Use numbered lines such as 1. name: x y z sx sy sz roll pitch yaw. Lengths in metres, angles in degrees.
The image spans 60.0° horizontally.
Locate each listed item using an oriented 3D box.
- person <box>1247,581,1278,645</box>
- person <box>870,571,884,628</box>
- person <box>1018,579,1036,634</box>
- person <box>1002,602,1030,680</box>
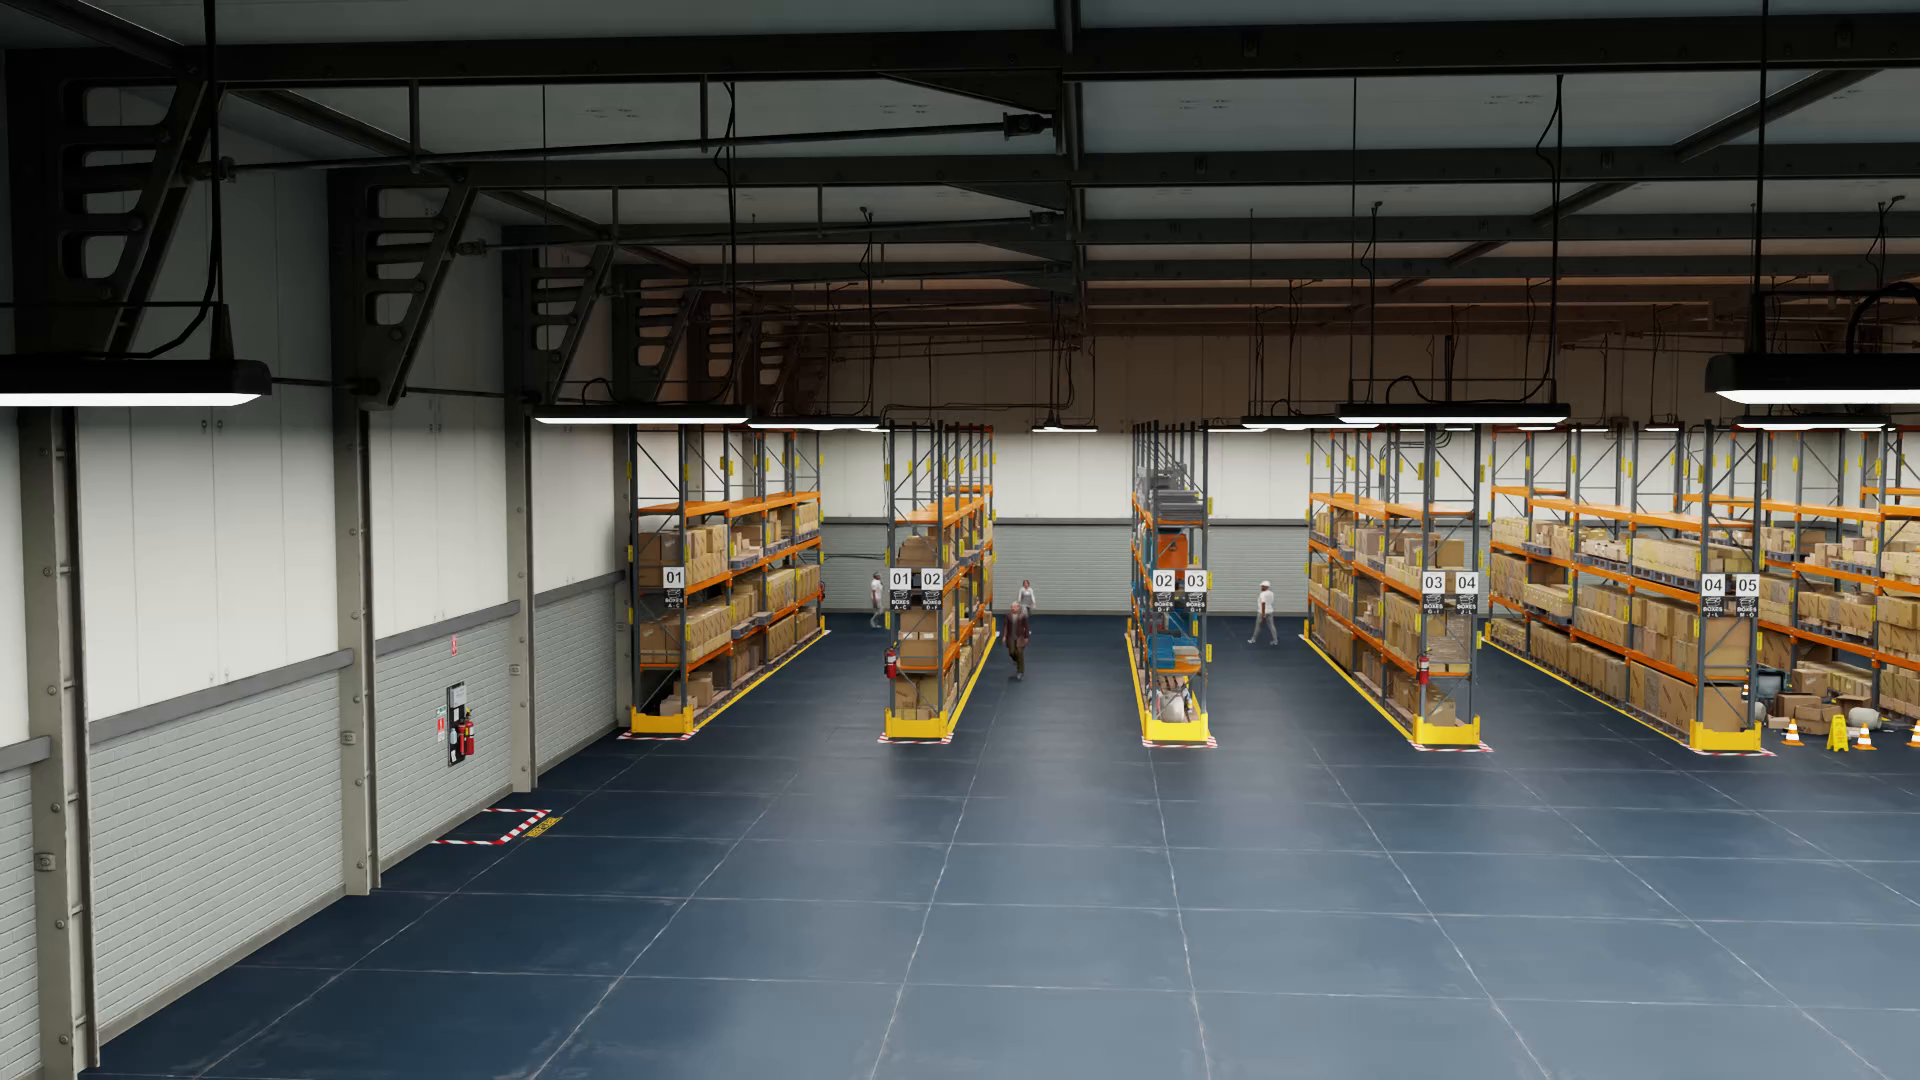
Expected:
1. person: 8.309 1.970 45.277 0.535 1.712 0.994 -2 4 -28
2. person: -2.460 1.759 49.169 0.426 1.683 0.473 0 4 1
3. person: 1.921 1.910 47.889 0.425 1.522 0.977 -1 4 -22
4. person: 1.282 2.354 39.192 0.622 1.770 0.793 1 4 21
